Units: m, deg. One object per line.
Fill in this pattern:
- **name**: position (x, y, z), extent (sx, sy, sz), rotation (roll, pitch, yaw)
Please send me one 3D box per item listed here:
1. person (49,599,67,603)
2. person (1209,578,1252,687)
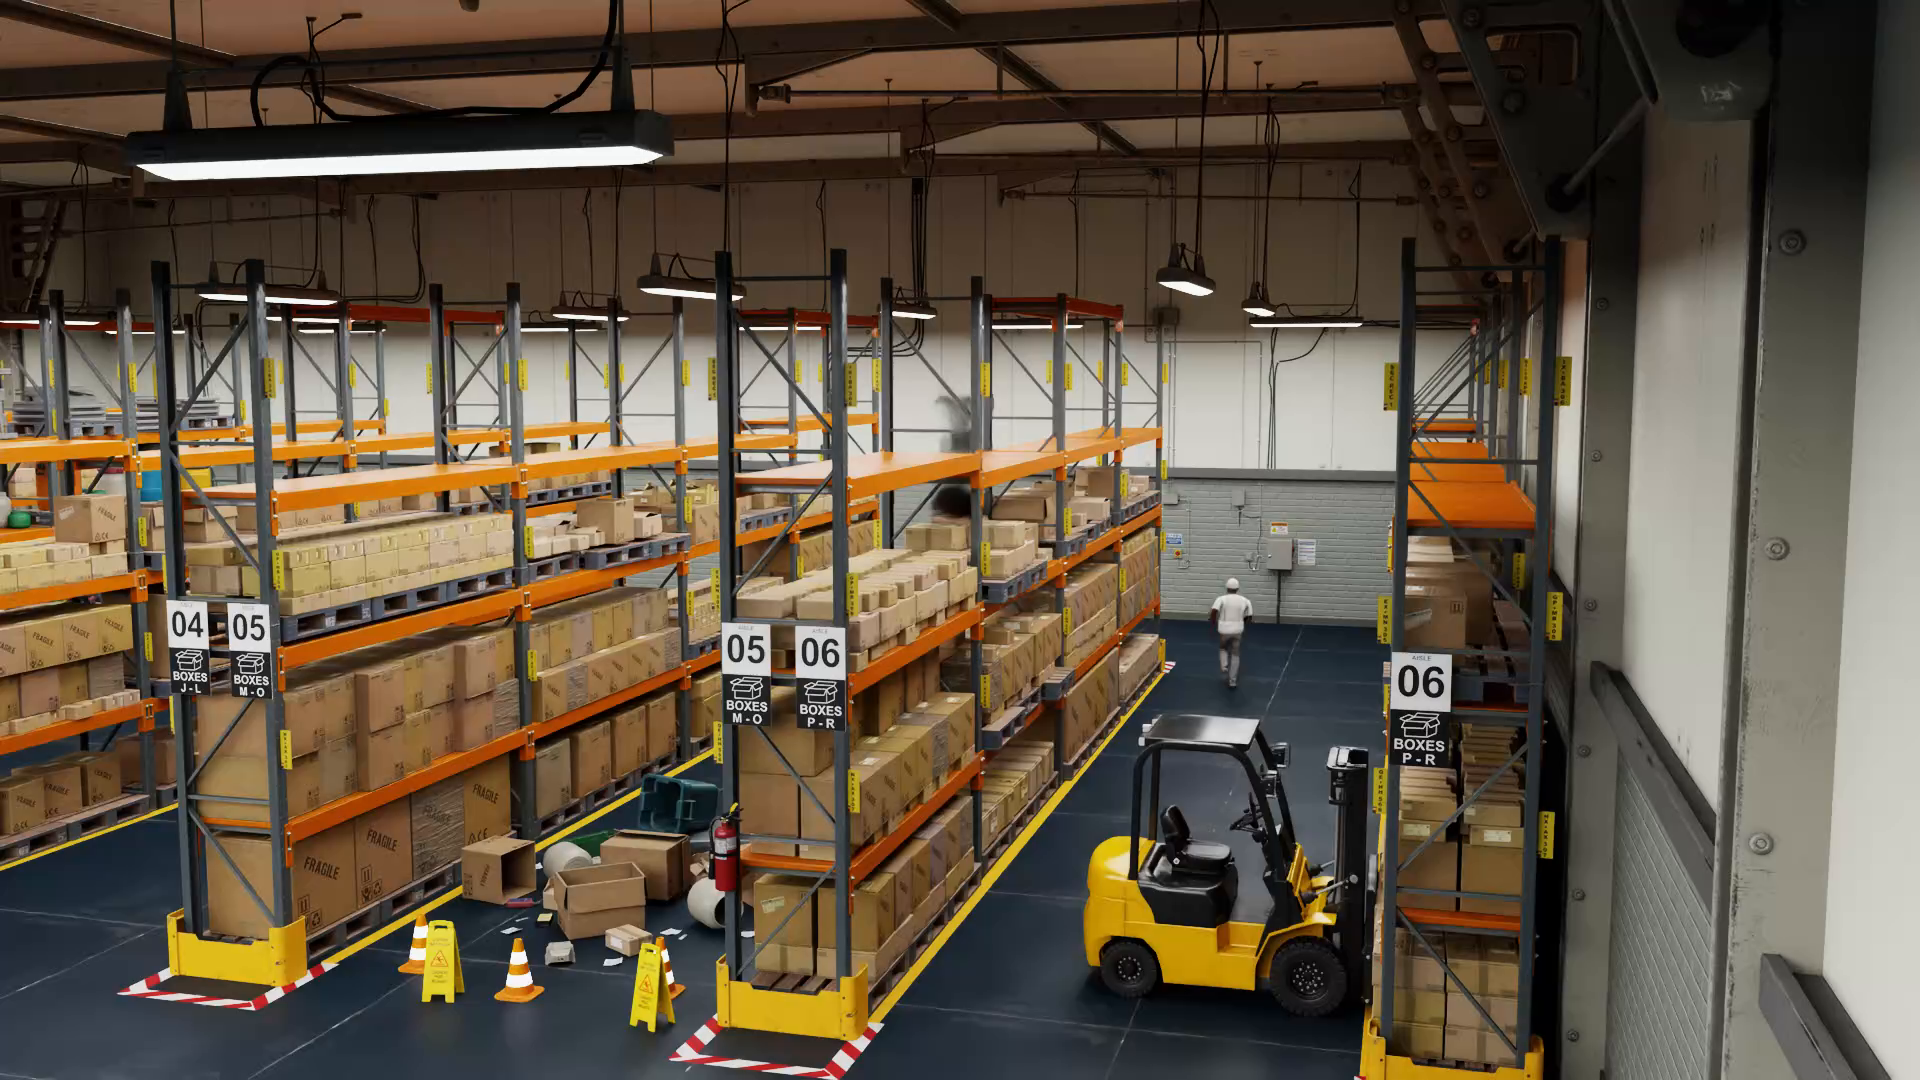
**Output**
- **person**: position (-14.625, 1.469, 26.465), extent (0.691, 1.828, 0.916), rotation (1, 6, 9)
- **person**: position (4.351, 1.465, 26.792), extent (0.682, 1.716, 0.700), rotation (0, 6, 4)
